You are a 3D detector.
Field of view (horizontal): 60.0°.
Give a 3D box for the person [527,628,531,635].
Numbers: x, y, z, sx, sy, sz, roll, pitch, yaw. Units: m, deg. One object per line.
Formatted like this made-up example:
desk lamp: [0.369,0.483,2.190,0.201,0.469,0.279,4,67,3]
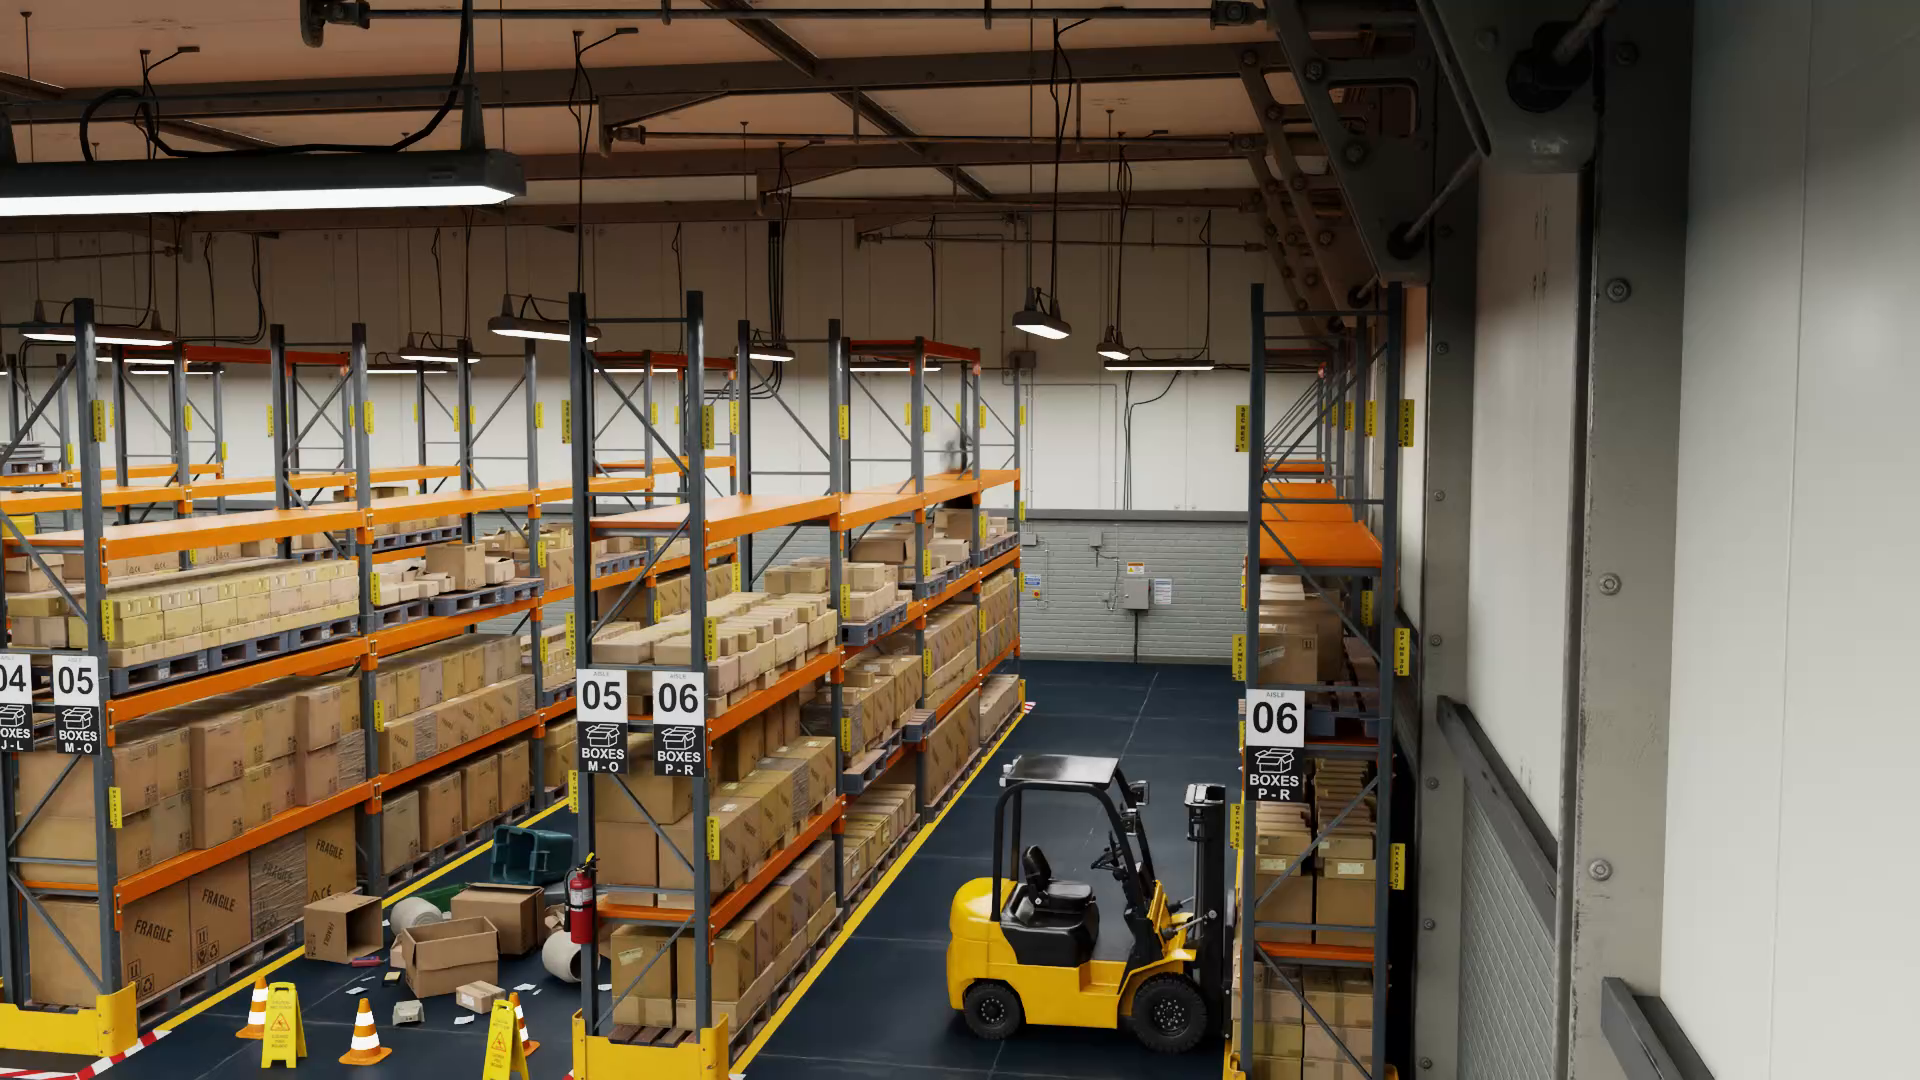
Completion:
person: [-6.732,2.215,26.215,0.671,1.689,0.568,1,5,12]
